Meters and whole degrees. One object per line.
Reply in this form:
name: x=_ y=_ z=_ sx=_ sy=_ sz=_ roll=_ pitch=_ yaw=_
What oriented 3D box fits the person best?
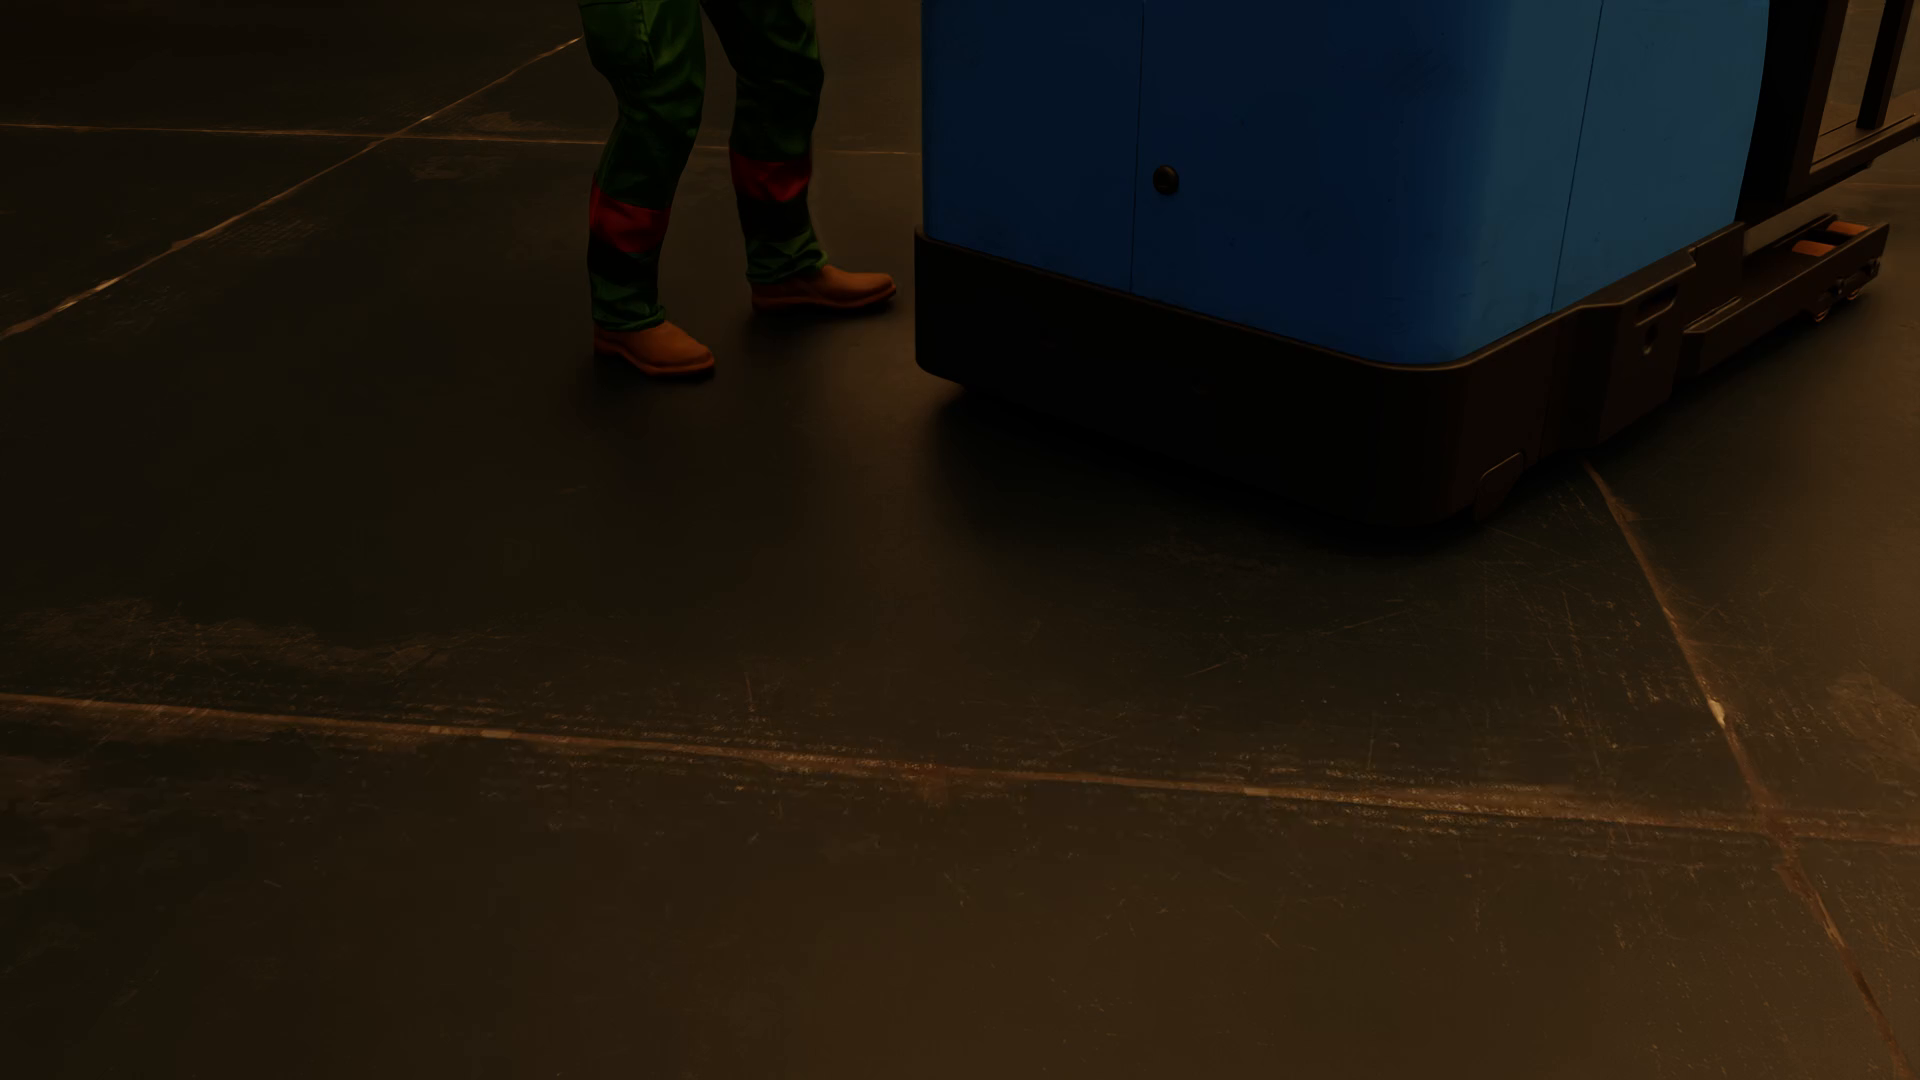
person: x=-0.478 y=-1.160 z=2.863 sx=0.430 sy=1.750 sz=0.848 roll=15 pitch=30 yaw=28

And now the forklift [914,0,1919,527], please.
forklift: x=1.305 y=-1.894 z=3.013 sx=1.130 sy=2.935 sz=3.031 roll=23 pitch=35 yaw=38
